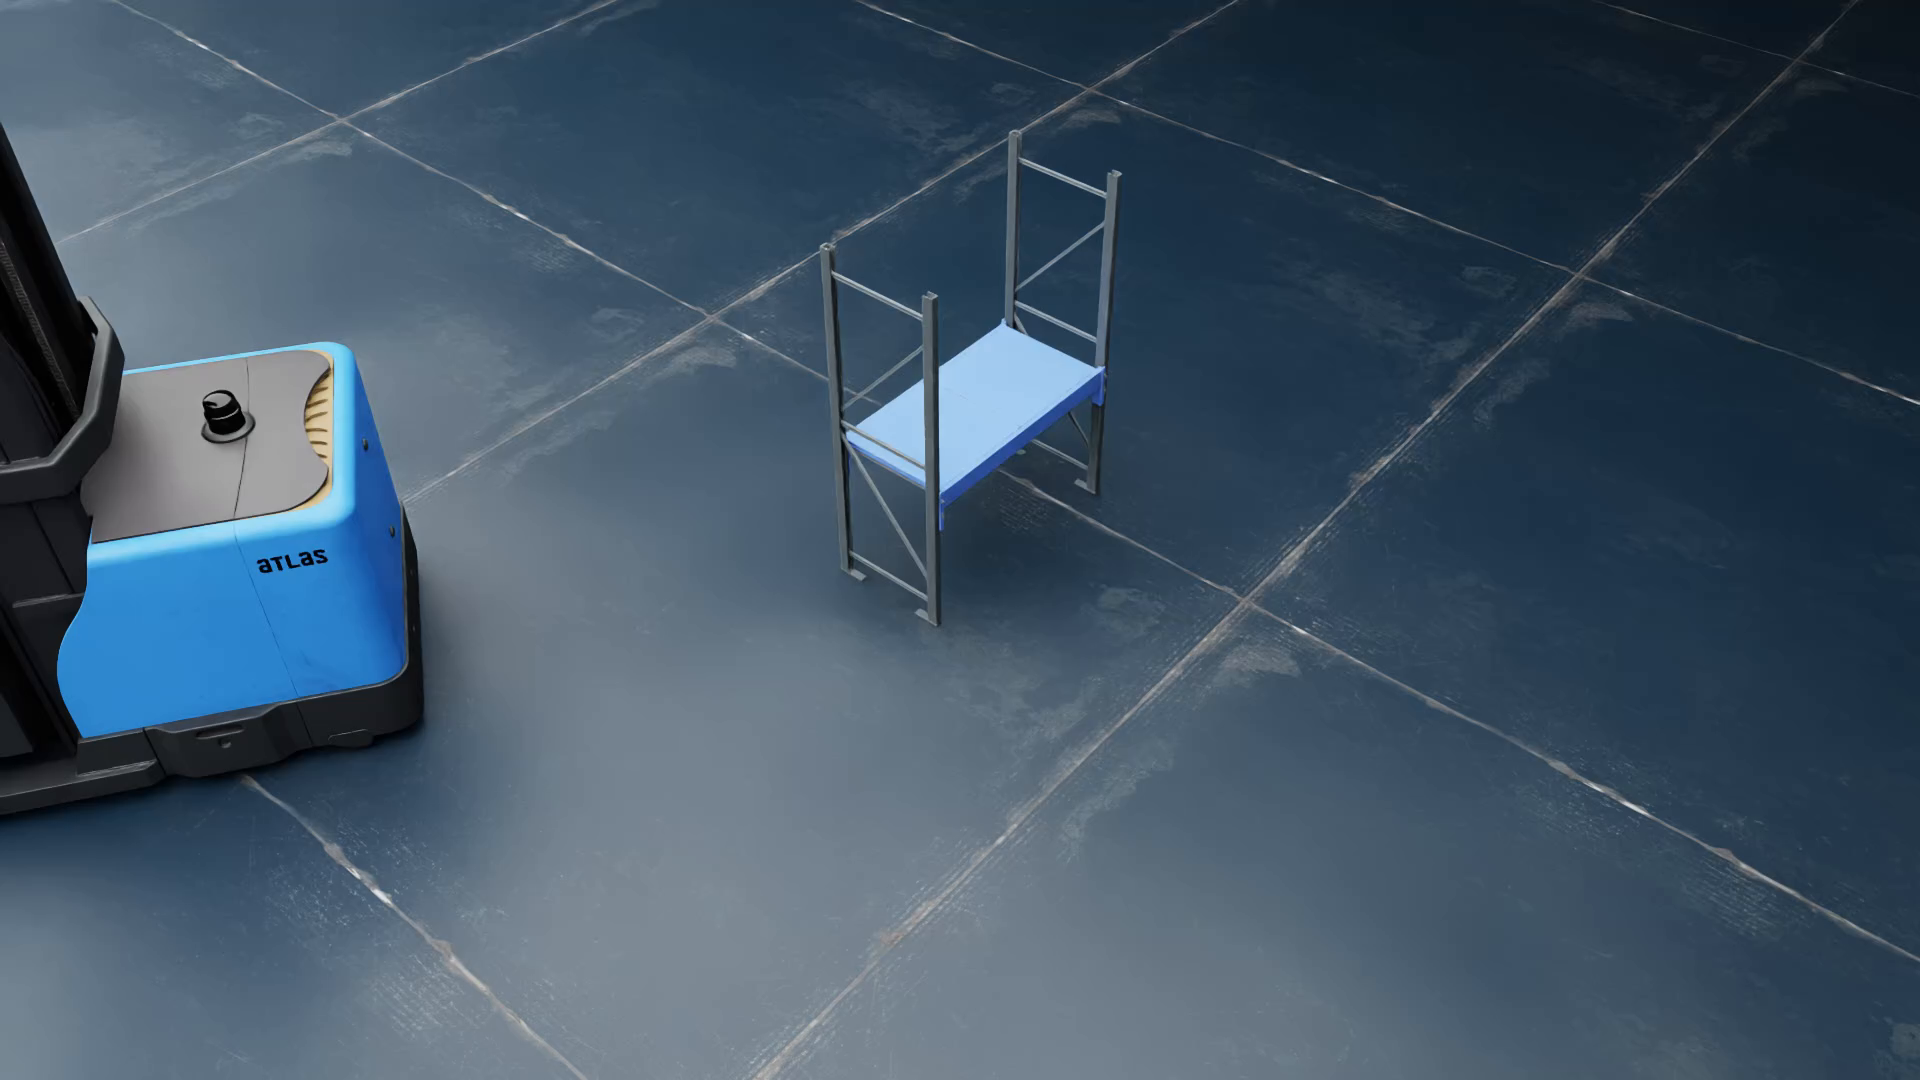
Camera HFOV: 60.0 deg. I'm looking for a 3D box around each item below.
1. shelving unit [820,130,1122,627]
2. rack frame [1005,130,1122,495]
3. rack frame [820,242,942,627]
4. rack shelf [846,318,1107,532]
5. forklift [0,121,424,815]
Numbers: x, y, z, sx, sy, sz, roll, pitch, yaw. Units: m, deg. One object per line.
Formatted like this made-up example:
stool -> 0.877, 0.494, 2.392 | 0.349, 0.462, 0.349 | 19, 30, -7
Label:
shelving unit -> 0.055, -0.599, 6.294 | 0.538, 1.500, 1.048 | 29, 50, 28
rack frame -> 0.382, -0.861, 6.582 | 0.500, 1.500, 0.032 | 29, 50, 28
rack frame -> -0.272, -0.337, 6.006 | 0.500, 1.500, 0.032 | 29, 50, 28
rack shelf -> 0.055, -0.466, 6.415 | 0.538, 0.185, 1.000 | 29, 50, 28
forklift -> -3.503, -0.442, 5.058 | 3.031, 2.935, 1.130 | -10, 43, -11
